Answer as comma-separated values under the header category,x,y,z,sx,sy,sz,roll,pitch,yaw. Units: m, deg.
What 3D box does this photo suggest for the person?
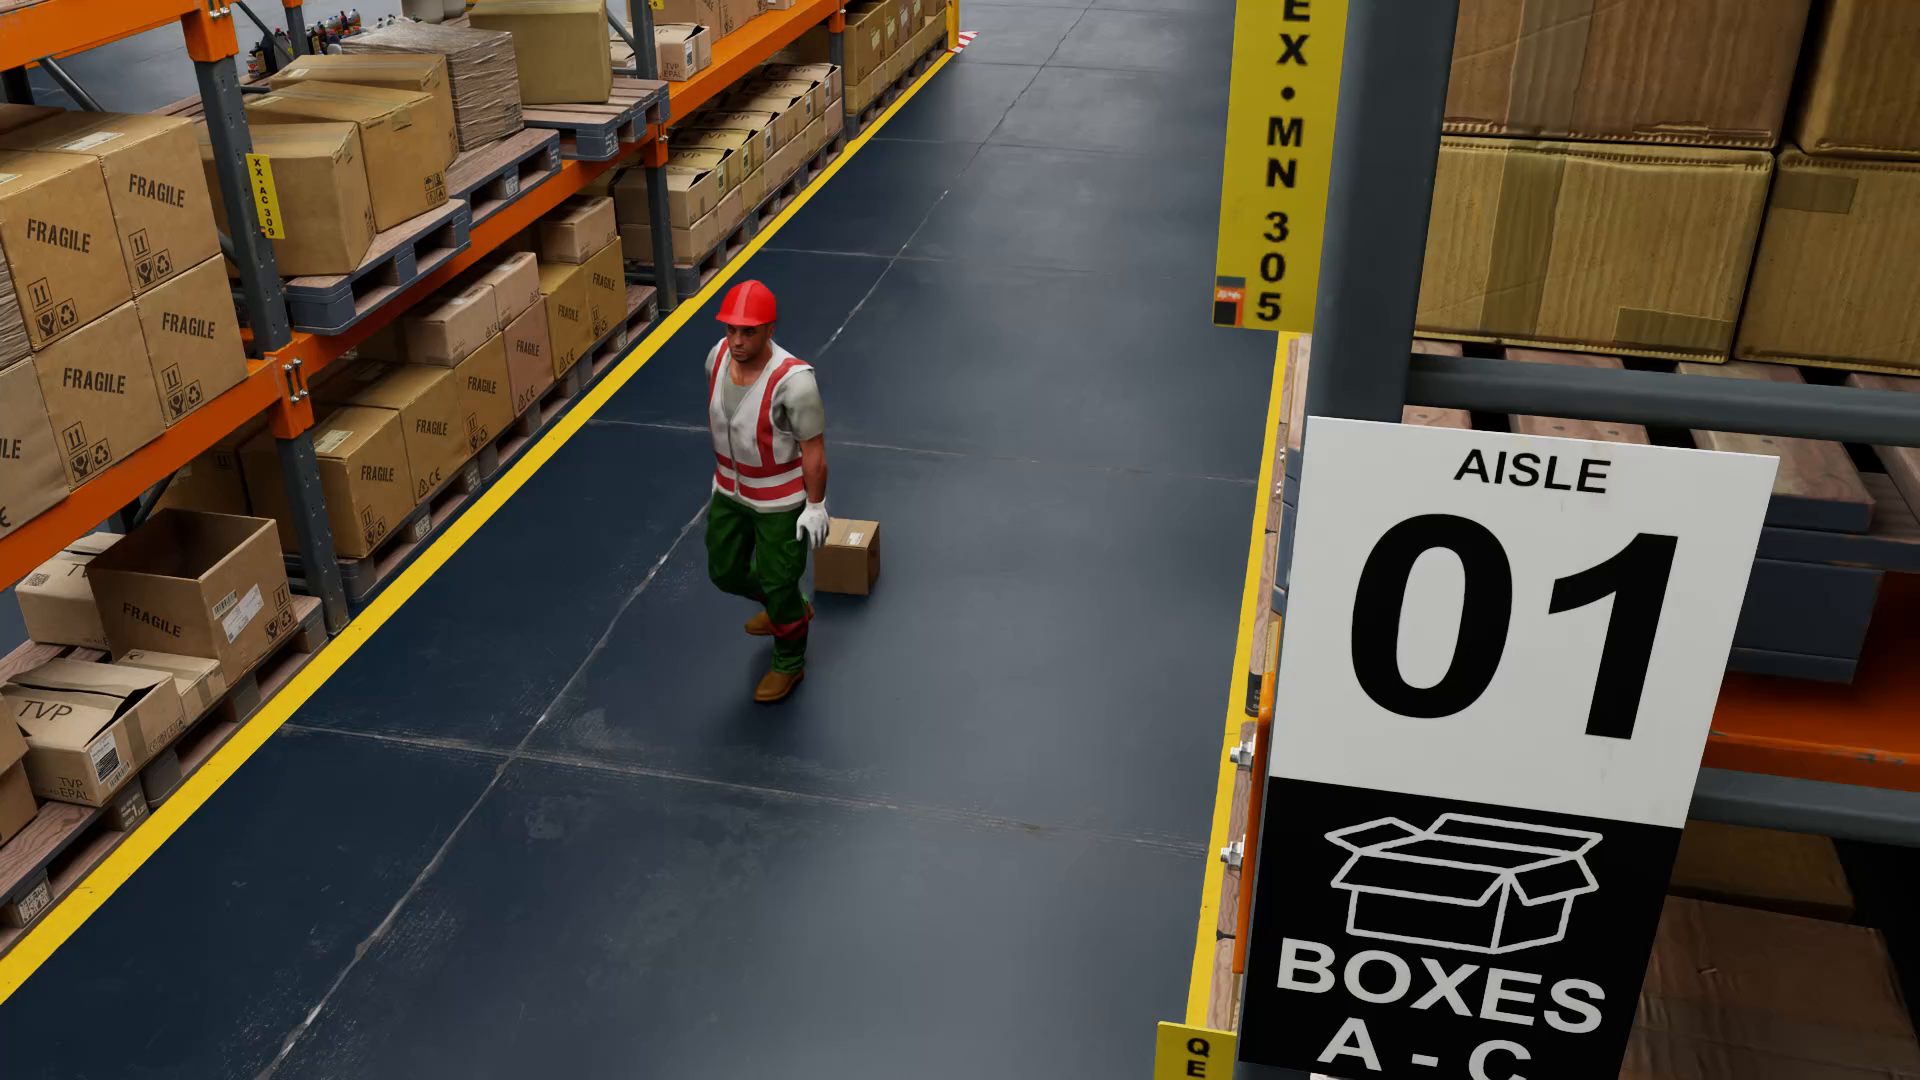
category,x,y,z,sx,sy,sz,roll,pitch,yaw
person,-0.727,-0.201,6.463,0.589,1.782,0.568,19,34,31
